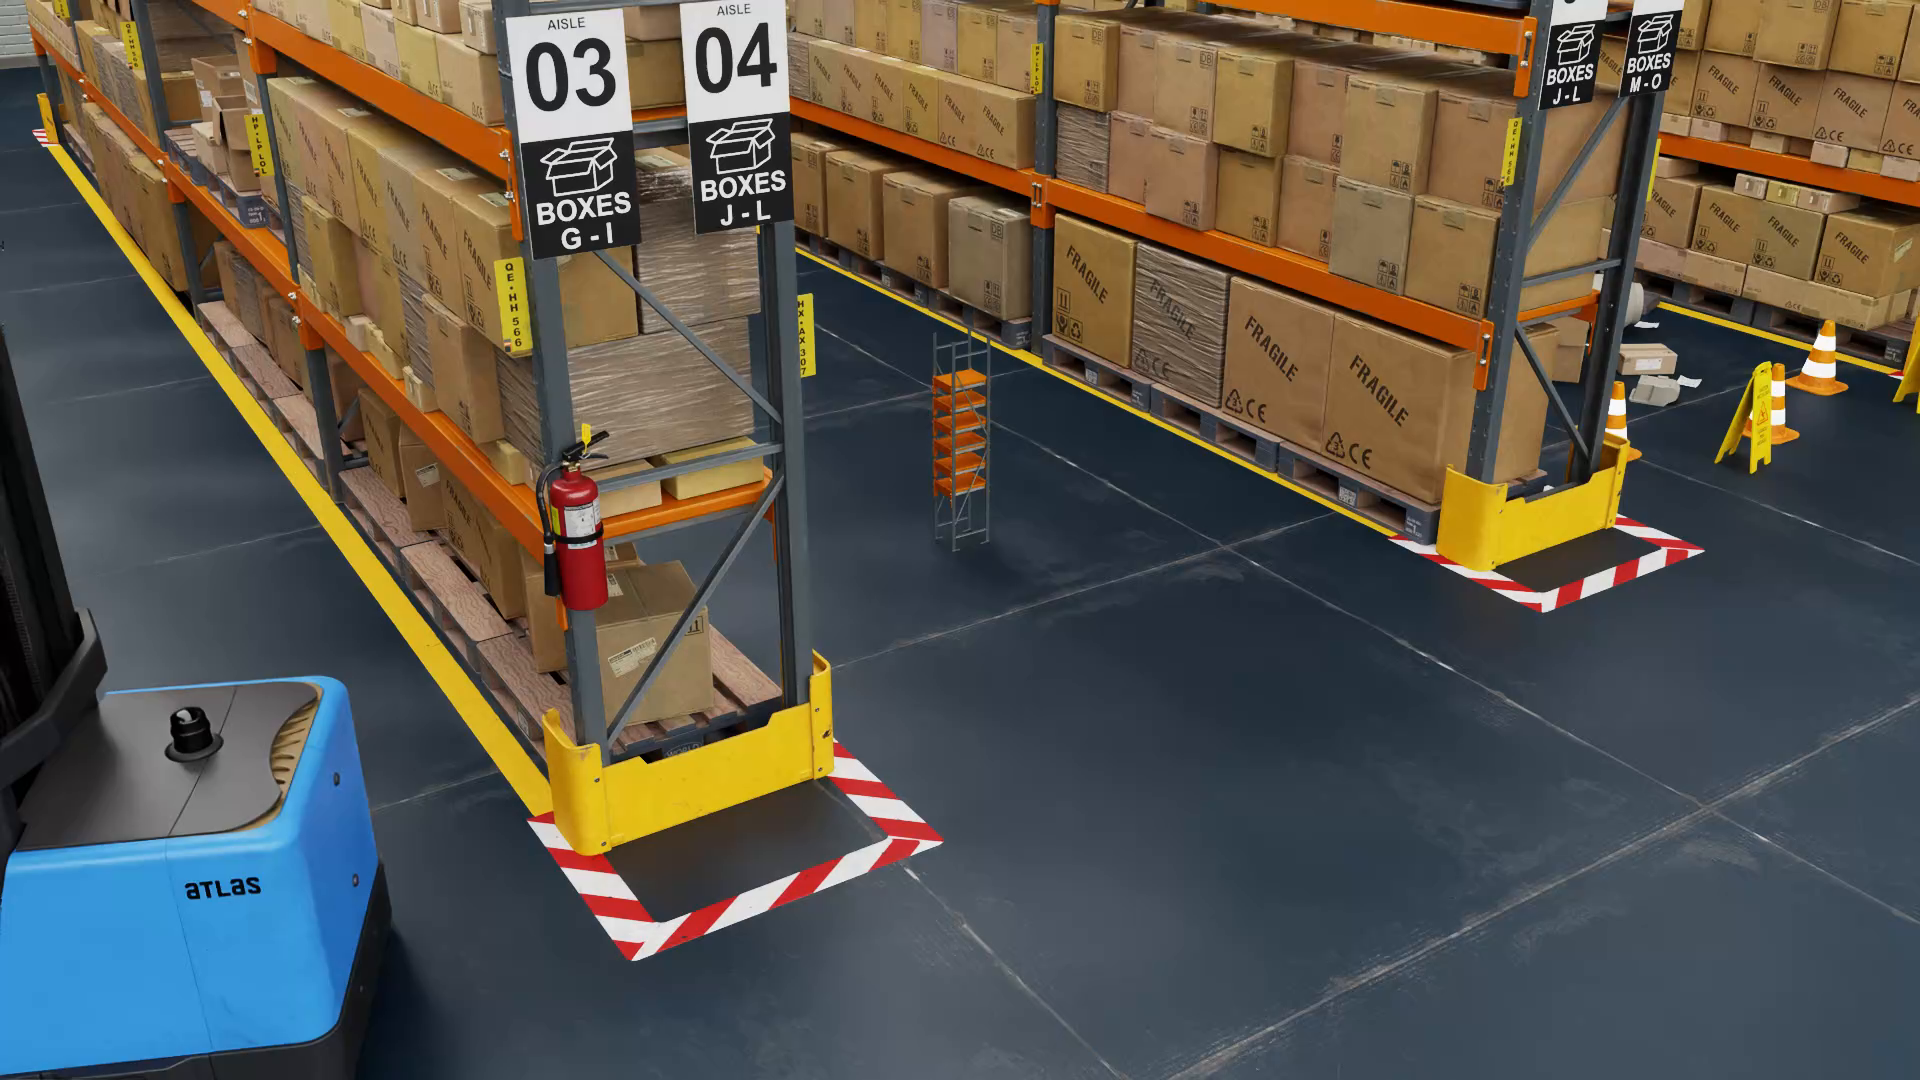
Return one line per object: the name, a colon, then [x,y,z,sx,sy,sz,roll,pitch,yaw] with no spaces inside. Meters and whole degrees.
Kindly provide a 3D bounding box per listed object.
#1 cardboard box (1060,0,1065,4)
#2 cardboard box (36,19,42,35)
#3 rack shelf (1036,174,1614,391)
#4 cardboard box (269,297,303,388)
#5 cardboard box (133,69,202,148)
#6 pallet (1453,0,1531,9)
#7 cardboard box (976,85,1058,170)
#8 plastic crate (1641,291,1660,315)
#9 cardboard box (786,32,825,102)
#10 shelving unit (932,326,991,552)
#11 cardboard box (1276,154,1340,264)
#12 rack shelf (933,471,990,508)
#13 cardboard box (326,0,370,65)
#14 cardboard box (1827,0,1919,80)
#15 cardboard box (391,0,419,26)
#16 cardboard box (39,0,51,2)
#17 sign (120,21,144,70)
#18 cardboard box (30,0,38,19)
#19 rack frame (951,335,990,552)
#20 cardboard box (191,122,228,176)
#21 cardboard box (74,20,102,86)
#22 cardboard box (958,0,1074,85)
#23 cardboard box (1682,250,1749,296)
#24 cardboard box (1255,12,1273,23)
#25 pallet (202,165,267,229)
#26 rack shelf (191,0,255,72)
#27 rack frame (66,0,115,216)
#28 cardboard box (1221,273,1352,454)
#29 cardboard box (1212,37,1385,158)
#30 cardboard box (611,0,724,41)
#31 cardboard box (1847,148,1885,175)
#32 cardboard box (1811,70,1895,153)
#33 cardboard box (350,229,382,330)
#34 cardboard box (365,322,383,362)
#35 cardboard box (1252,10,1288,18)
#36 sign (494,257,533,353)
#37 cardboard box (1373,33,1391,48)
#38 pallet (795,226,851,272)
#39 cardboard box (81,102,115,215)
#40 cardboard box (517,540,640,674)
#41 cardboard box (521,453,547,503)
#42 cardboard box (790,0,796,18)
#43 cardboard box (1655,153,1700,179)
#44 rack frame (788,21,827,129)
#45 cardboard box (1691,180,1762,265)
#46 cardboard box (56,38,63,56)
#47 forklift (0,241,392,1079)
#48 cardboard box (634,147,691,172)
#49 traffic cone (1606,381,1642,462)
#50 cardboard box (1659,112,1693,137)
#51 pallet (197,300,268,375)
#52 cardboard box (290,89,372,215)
cardboard box: [1.263,-6.206,19.058,0.500,0.250,0.500,-16,30,-30]
cardboard box: [-9.451,-5.392,17.453,0.380,0.149,0.250,-16,30,-30]
rack shelf: [2.060,-1.772,10.333,1.077,0.370,4.000,-16,29,-30]
cardboard box: [-4.110,-1.362,11.033,0.700,0.500,0.500,-18,31,-34]
cardboard box: [-5.903,-3.288,12.584,0.500,0.500,0.500,-15,29,-28]
pallet: [2.738,-2.962,8.600,1.003,0.211,1.213,-16,29,-30]
cardboard box: [0.459,-2.983,11.937,0.500,0.500,0.500,-16,29,-30]
plastic crate: [5.231,-1.930,13.244,0.583,0.080,0.402,18,31,33]
cardboard box: [-1.196,-4.066,14.231,0.500,0.500,0.500,-15,29,-29]
shelving unit: [0.008,-0.537,8.983,0.258,1.200,0.189,-16,29,-30]
cardboard box: [2.392,-1.994,9.784,0.875,0.550,0.550,-16,29,-30]
rack shelf: [0.008,-0.280,9.104,0.258,0.103,0.180,-16,29,-30]
cardboard box: [-2.362,-2.206,7.072,0.500,0.250,0.500,-16,30,-30]
cardboard box: [6.512,-3.519,11.553,0.700,0.500,0.500,-15,29,-29]
cardboard box: [-1.914,-2.035,6.242,0.380,0.149,0.250,-15,29,-29]
cardboard box: [-9.197,-5.794,16.958,0.500,0.500,0.500,-16,30,-31]
sign: [-5.889,-3.517,11.830,0.100,0.325,0.005,-16,29,-30]
cardboard box: [-9.468,-5.633,17.496,0.500,0.250,0.500,-16,30,-30]
rack frame: [0.058,-0.505,8.914,0.240,1.200,0.006,-16,29,-30]
cardboard box: [-4.704,-2.593,10.913,0.500,0.250,0.500,-16,30,-31]
cardboard box: [-7.568,-4.377,14.891,0.500,0.500,0.500,-15,29,-29]
cardboard box: [0.410,-3.670,12.222,0.700,0.500,0.500,-16,30,-30]
cardboard box: [6.011,-2.118,12.952,0.500,0.250,0.500,-17,30,-31]
cardboard box: [3.136,-5.133,16.411,0.380,0.149,0.250,-18,31,-33]
pallet: [-4.311,-2.339,10.915,1.003,0.211,1.213,-16,29,-30]
rack shelf: [-4.334,-3.440,10.352,1.077,0.370,4.000,-16,29,-30]
rack frame: [-7.610,-4.555,15.385,1.000,3.000,0.127,-16,29,-30]
cardboard box: [2.244,-1.153,10.175,0.875,0.875,0.875,-16,30,-30]
cardboard box: [2.014,-2.647,9.902,0.875,0.550,0.500,-16,29,-30]
cardboard box: [-1.016,-1.884,5.922,0.380,0.149,0.250,-16,30,-30]
cardboard box: [6.508,-2.704,11.758,0.380,0.149,0.250,-16,30,-30]
cardboard box: [6.448,-3.062,11.757,0.500,0.500,0.500,-15,29,-29]
cardboard box: [-2.448,-1.355,8.142,0.875,0.500,0.500,-16,29,-30]
cardboard box: [-2.674,-0.991,8.131,0.380,0.149,0.250,-16,29,-30]
cardboard box: [3.219,-5.404,16.225,0.500,0.500,0.500,-14,29,-27]
sign: [-1.535,-0.807,5.719,0.100,0.325,0.005,-16,29,-30]
cardboard box: [4.004,-4.567,15.213,0.380,0.149,0.250,-16,29,-30]
pallet: [-0.848,-2.683,14.687,1.003,0.211,1.213,-16,29,-30]
cardboard box: [-7.244,-3.560,15.274,1.225,0.875,0.875,-15,29,-29]
cardboard box: [-1.741,0.245,7.654,0.500,0.500,0.500,-8,26,-16]
cardboard box: [-1.523,-0.292,6.650,0.380,0.149,0.250,-16,29,-30]
cardboard box: [-1.308,-4.801,15.012,0.380,0.149,0.250,-15,29,-30]
cardboard box: [5.606,-2.970,13.119,0.380,0.149,0.250,-14,29,-27]
rack frame: [-1.215,-4.244,14.726,1.000,3.000,0.127,-16,29,-30]
cardboard box: [6.031,-2.451,12.780,0.500,0.500,0.500,-16,30,-31]
cardboard box: [-8.613,-4.842,16.287,0.380,0.149,0.250,-15,29,-29]
forklift: [-3.526,0.408,4.953,3.031,2.935,1.130,-4,26,-8]
cardboard box: [-1.398,-1.335,6.928,0.500,0.500,0.500,-16,29,-30]
traffic cone: [4.052,-0.756,10.310,0.336,0.463,0.334,-16,29,-30]
cardboard box: [5.654,-3.242,12.898,0.380,0.149,0.250,-15,29,-29]
pallet: [-5.001,-1.583,12.356,1.003,0.211,1.213,-16,29,-30]
cardboard box: [-2.936,-1.927,8.180,0.500,0.500,0.500,-16,29,-30]
